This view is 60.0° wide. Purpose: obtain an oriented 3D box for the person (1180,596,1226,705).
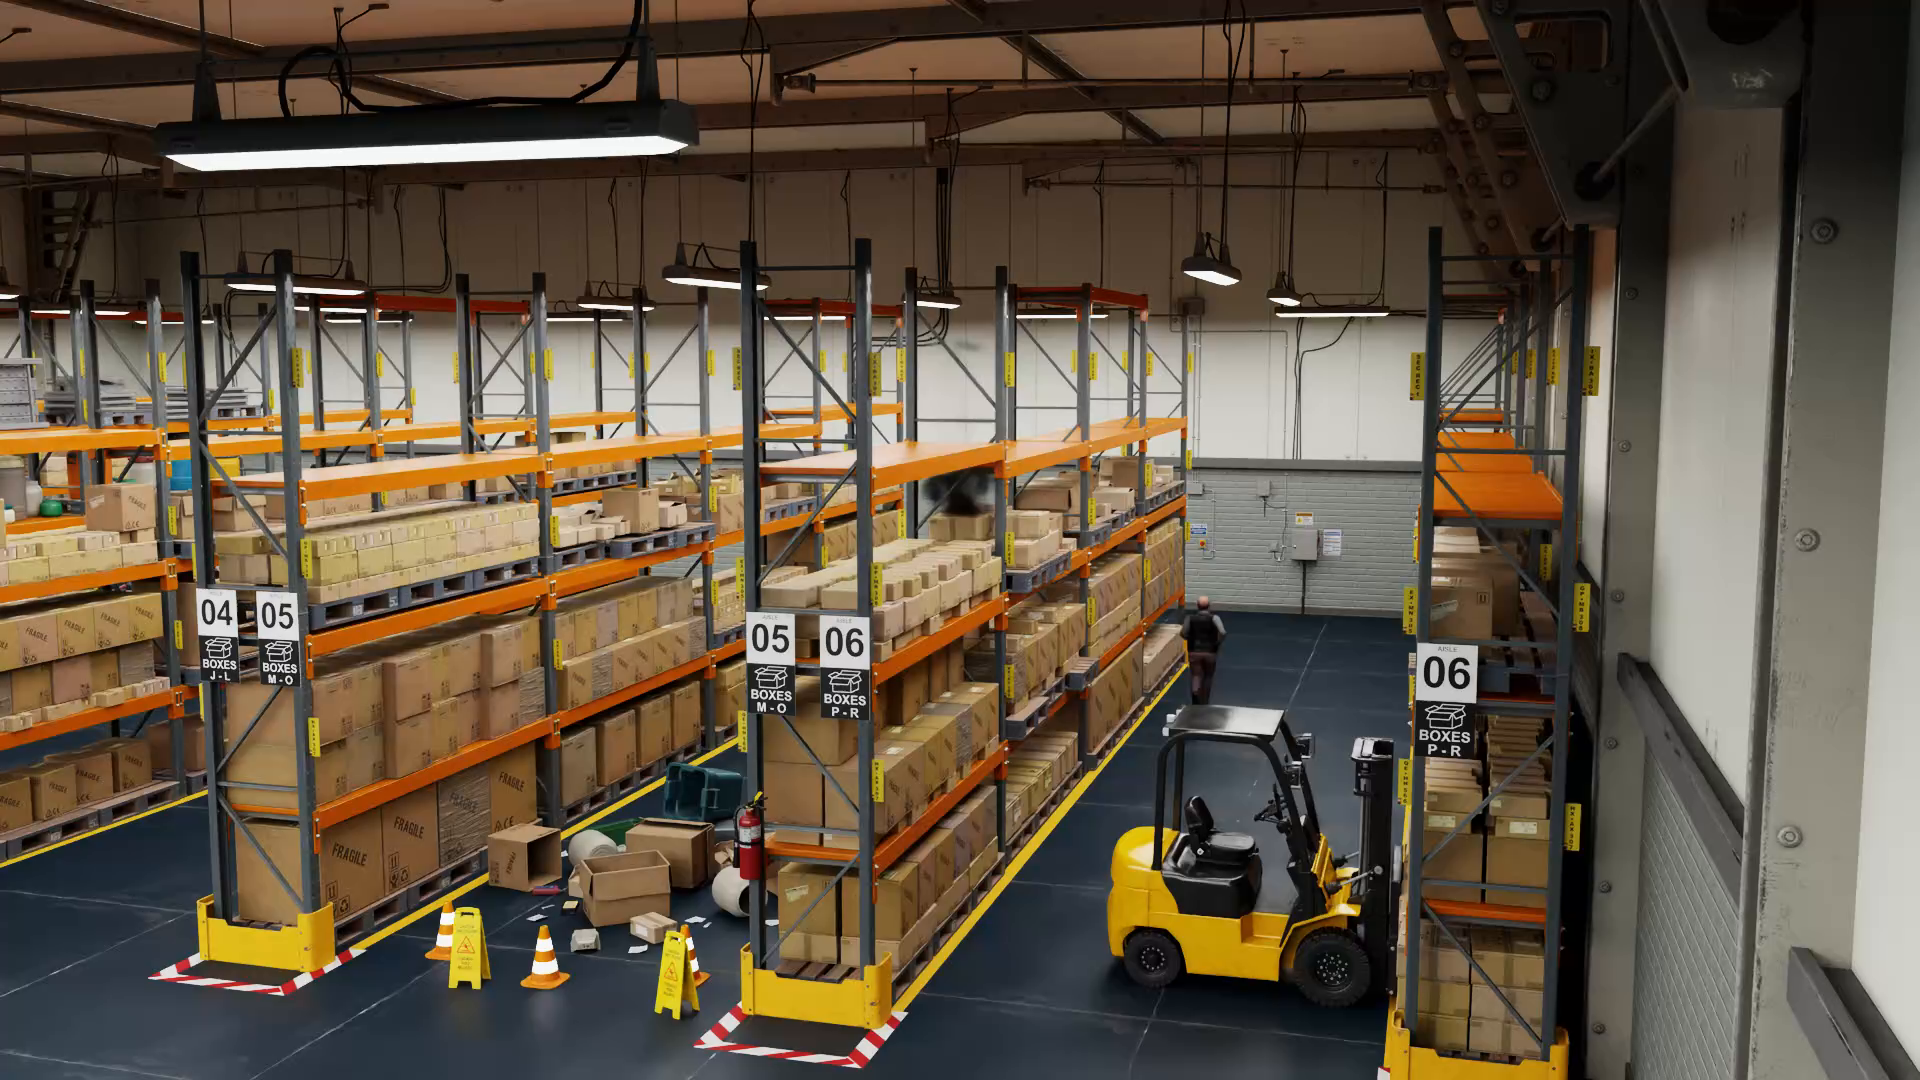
[{"bbox_3d":[3.493,1.657,23.931,0.662,1.717,0.868,1,7,11],"label":"person"}]
